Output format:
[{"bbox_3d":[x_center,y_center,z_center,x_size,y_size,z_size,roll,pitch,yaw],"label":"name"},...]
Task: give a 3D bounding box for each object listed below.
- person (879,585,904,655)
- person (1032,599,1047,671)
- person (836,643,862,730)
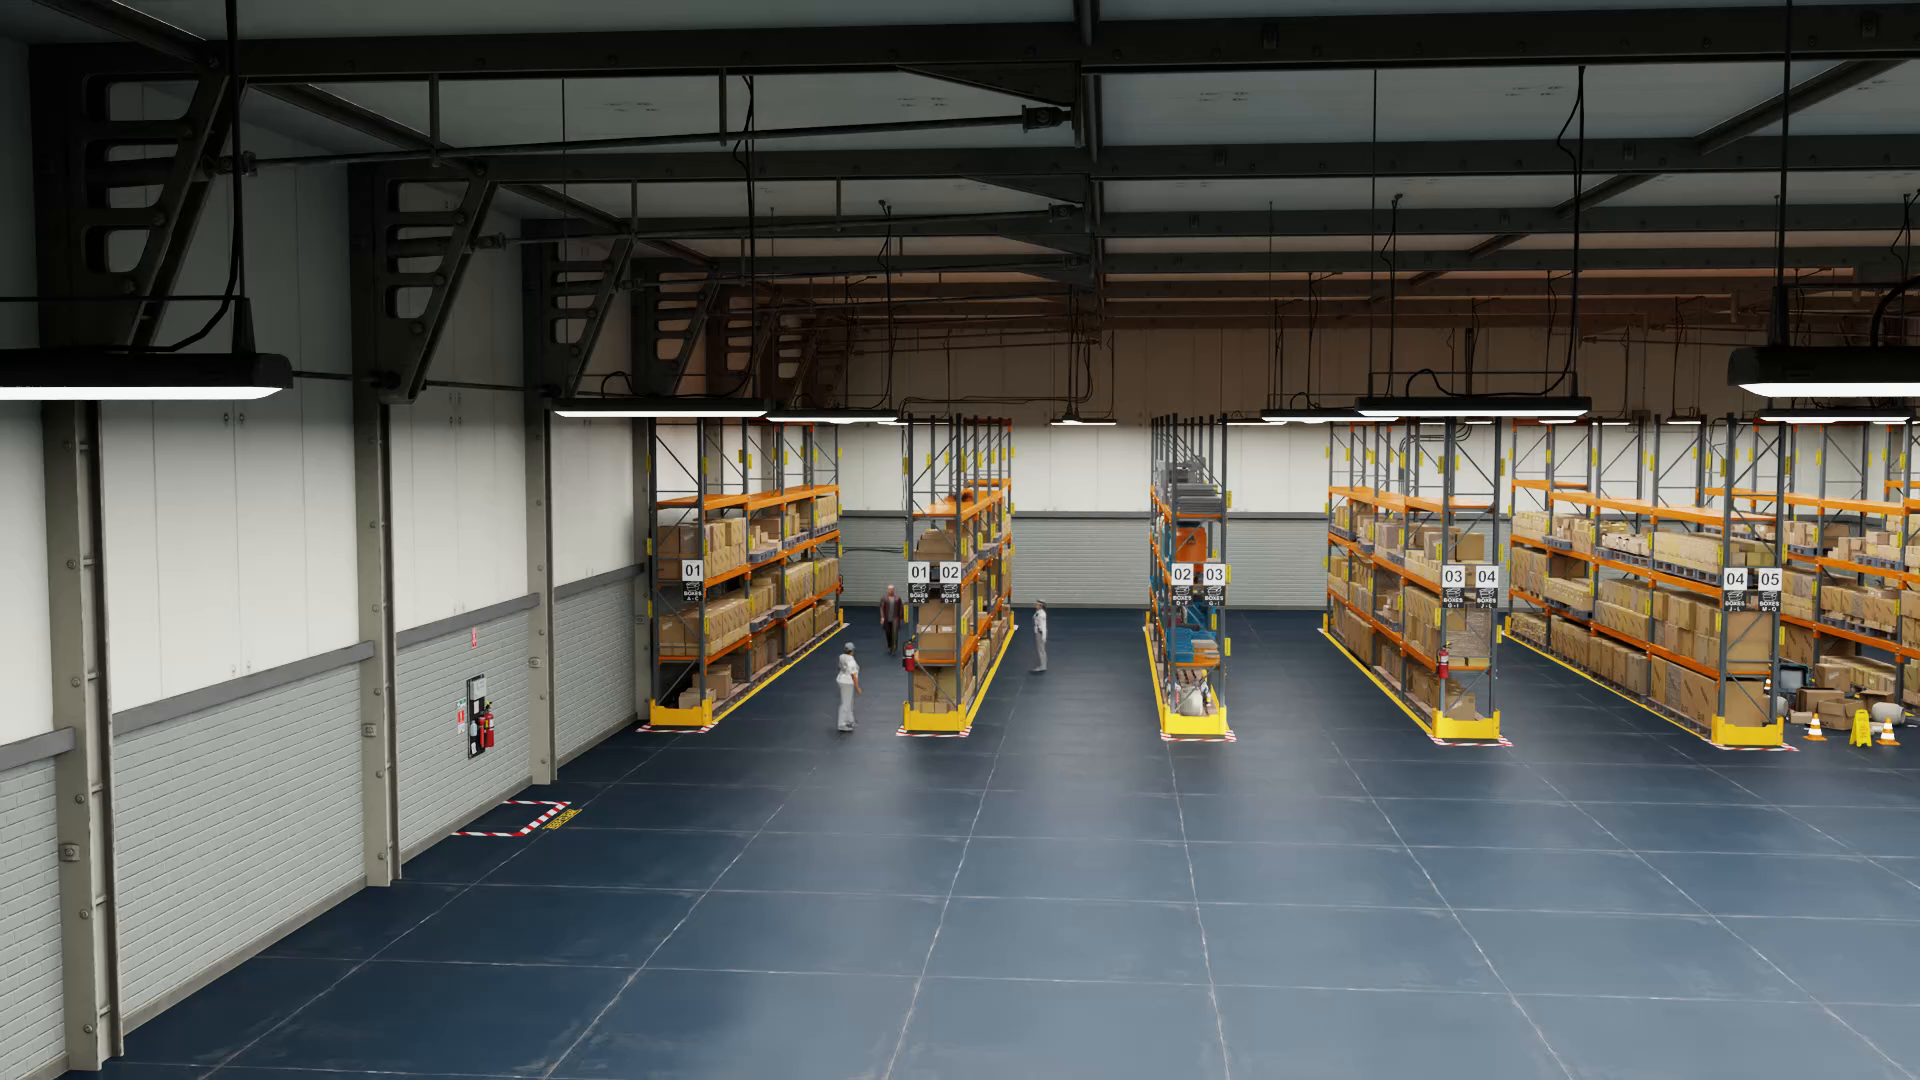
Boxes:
[{"bbox_3d":[-1.752,2.009,42.005,0.597,1.710,1.131,0,4,4],"label":"person"},{"bbox_3d":[1.885,2.234,39.303,0.340,1.694,0.554,-1,4,-8],"label":"person"},{"bbox_3d":[-2.118,2.781,31.655,0.536,1.690,0.659,-1,4,-15],"label":"person"}]
